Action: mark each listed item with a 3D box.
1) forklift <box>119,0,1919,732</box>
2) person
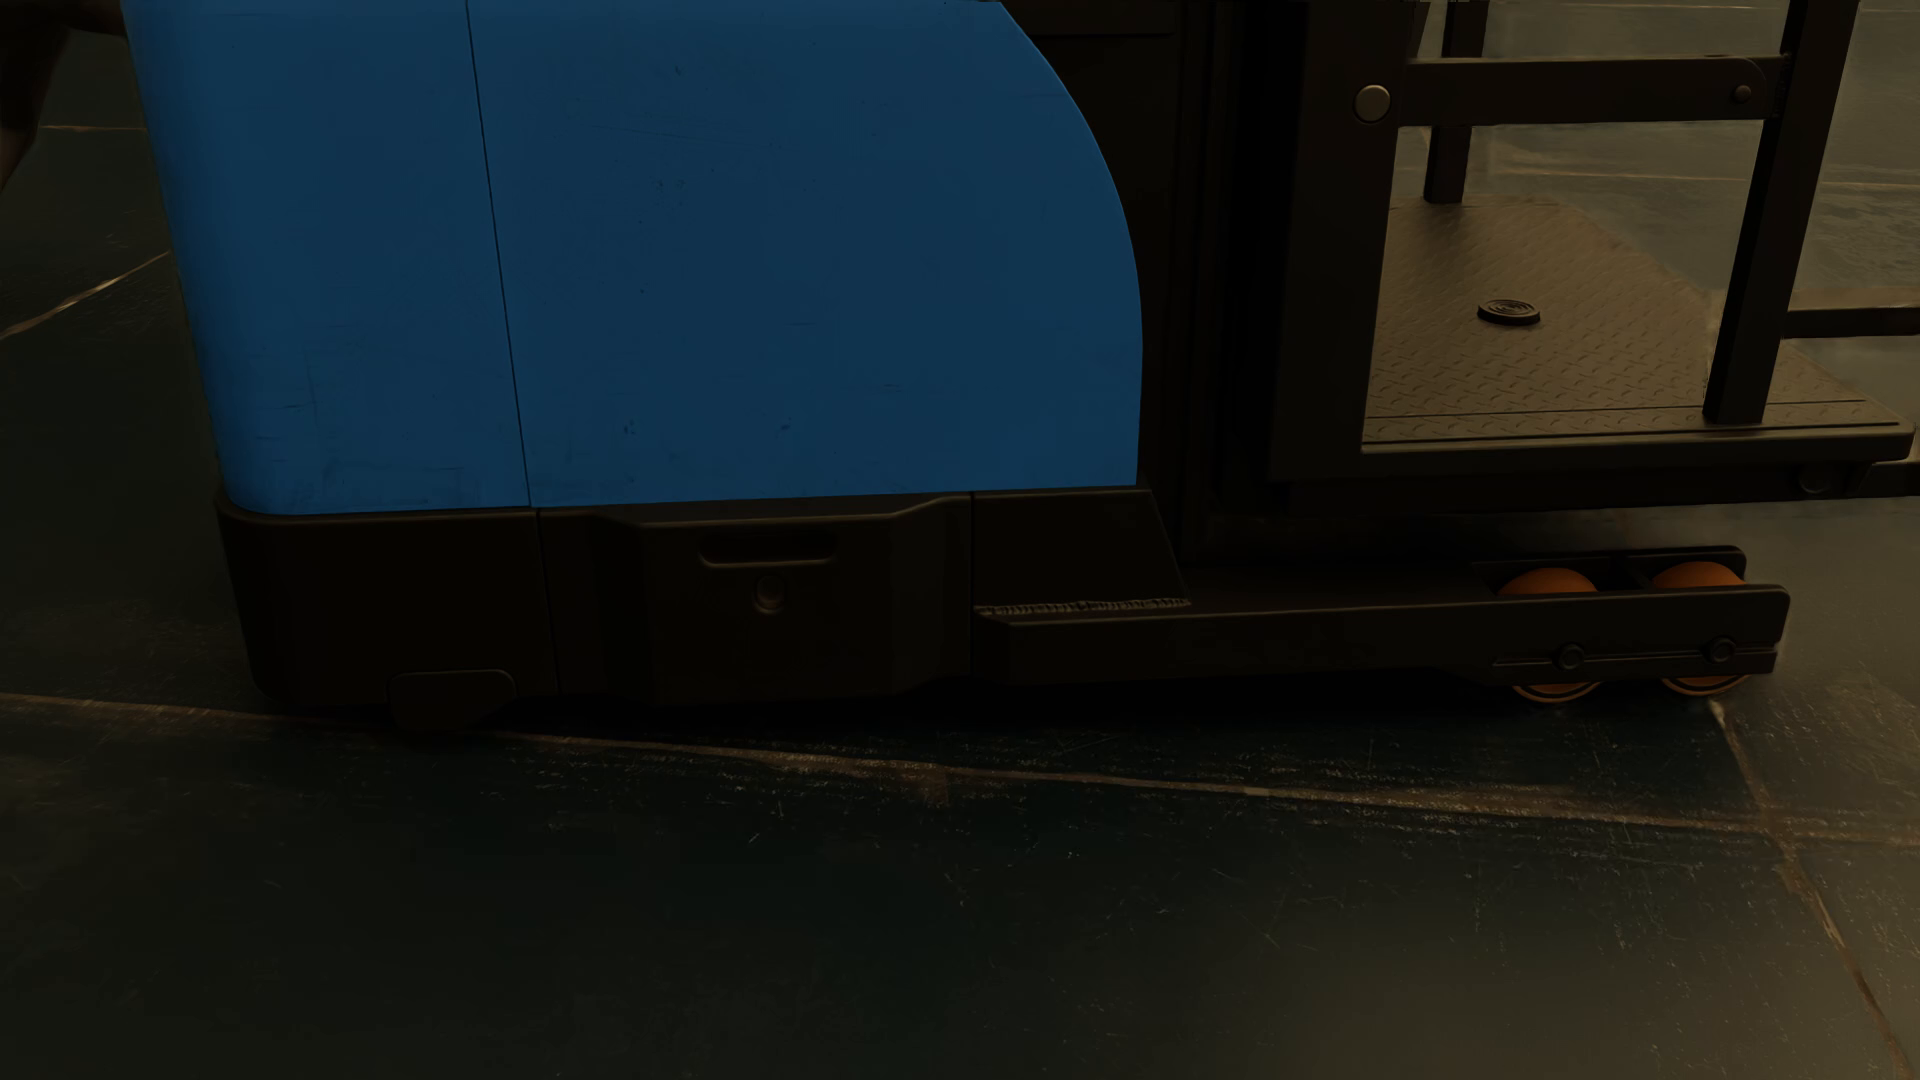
[{"bbox_3d":[0.610,-1.341,1.905,3.031,2.935,1.130,-2,27,-5],"label":"forklift"},{"bbox_3d":[-1.713,-1.126,3.127,0.902,1.539,0.749,12,29,23],"label":"person"}]
